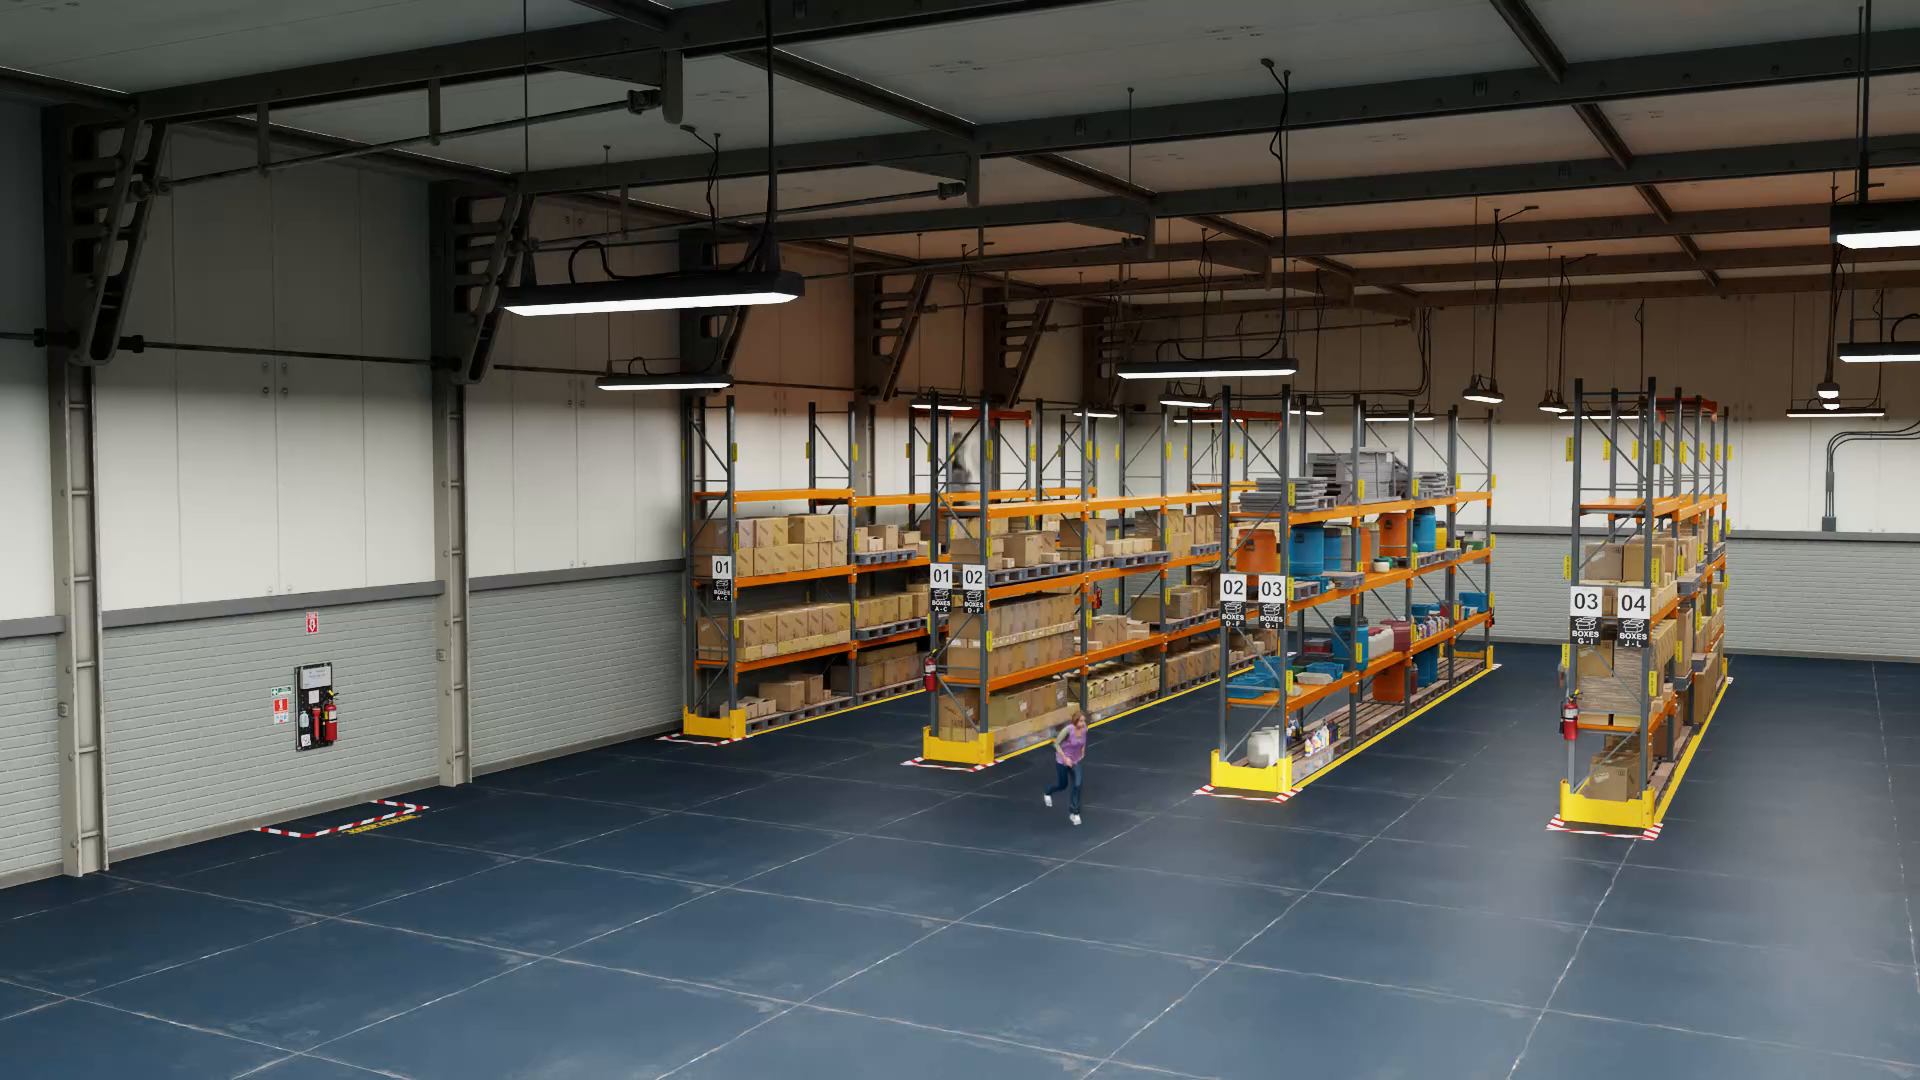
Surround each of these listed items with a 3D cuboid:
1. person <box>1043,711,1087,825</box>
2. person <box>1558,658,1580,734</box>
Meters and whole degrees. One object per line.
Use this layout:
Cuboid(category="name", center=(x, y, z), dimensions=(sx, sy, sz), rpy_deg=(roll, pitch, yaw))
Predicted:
Cuboid(category="person", center=(1.429, 3.060, 22.721), dimensions=(0.561, 1.549, 0.900), rpy_deg=(-2, 4, -36))
Cuboid(category="person", center=(11.039, 2.651, 29.656), dimensions=(0.720, 1.607, 0.974), rpy_deg=(2, 4, 35))
